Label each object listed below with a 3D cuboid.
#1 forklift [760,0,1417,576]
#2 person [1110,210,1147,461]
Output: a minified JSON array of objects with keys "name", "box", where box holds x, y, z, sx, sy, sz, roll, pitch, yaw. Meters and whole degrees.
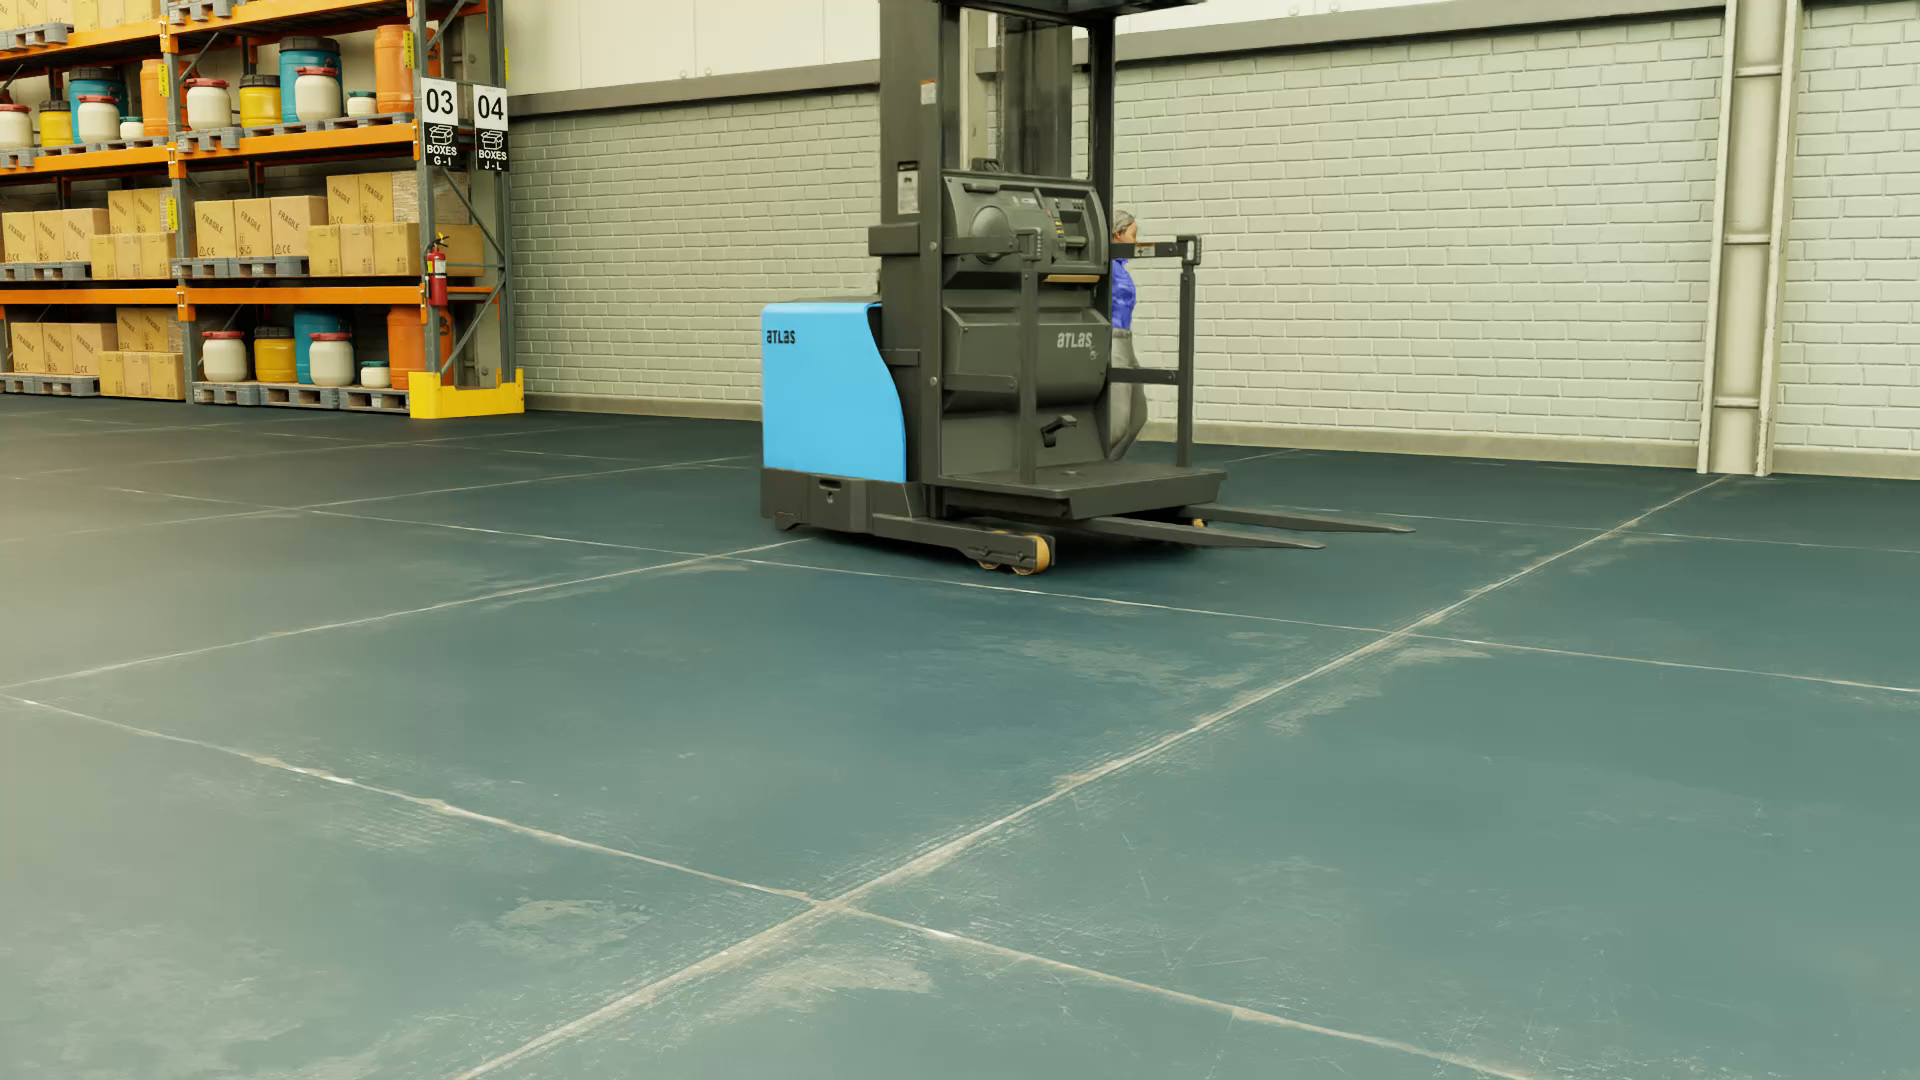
[{"name":"forklift","box":[0.440,-1.390,6.968,1.130,2.935,3.031,-8,11,-43]},{"name":"person","box":[0.739,-0.997,9.052,0.461,1.583,0.789,3,9,19]}]
